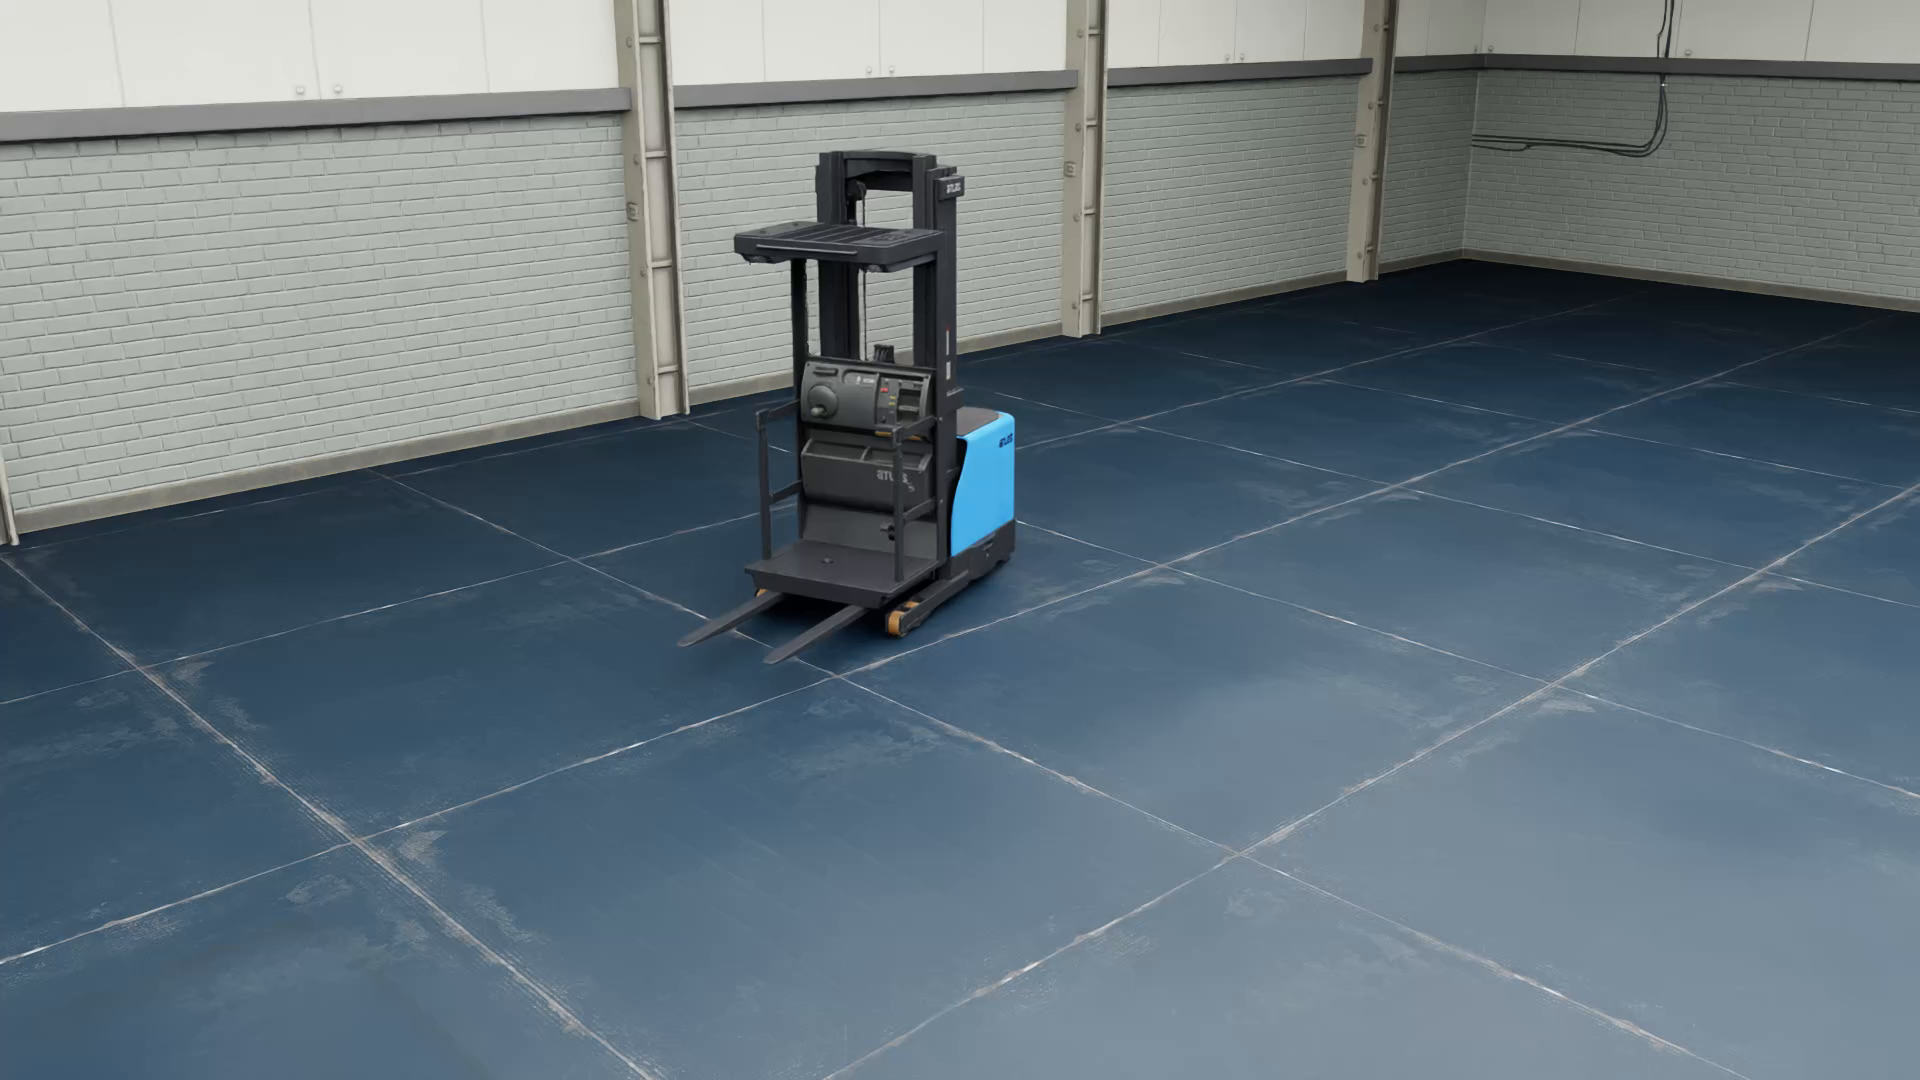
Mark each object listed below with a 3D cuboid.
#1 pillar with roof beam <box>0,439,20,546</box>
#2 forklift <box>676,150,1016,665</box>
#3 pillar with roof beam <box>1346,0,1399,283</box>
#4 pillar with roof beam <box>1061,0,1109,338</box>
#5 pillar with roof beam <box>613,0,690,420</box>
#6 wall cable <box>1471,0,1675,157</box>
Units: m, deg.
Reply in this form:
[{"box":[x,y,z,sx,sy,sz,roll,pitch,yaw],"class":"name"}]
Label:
[{"box":[-4.298,-3.278,8.004,0.400,9.000,9.100,-16,24,-41],"class":"pillar with roof beam"},{"box":[-0.708,-0.933,10.609,1.130,2.935,3.031,9,20,25],"class":"forklift"},{"box":[8.781,-7.092,19.768,0.400,9.000,9.100,-16,24,-41],"class":"pillar with roof beam"},{"box":[4.422,-5.821,15.847,0.400,9.000,9.100,-16,24,-41],"class":"pillar with roof beam"},{"box":[0.062,-4.549,11.925,0.400,9.000,9.100,-16,24,-41],"class":"pillar with roof beam"},{"box":[8.873,-6.908,24.234,0.112,2.526,3.097,-16,24,-41],"class":"wall cable"}]
